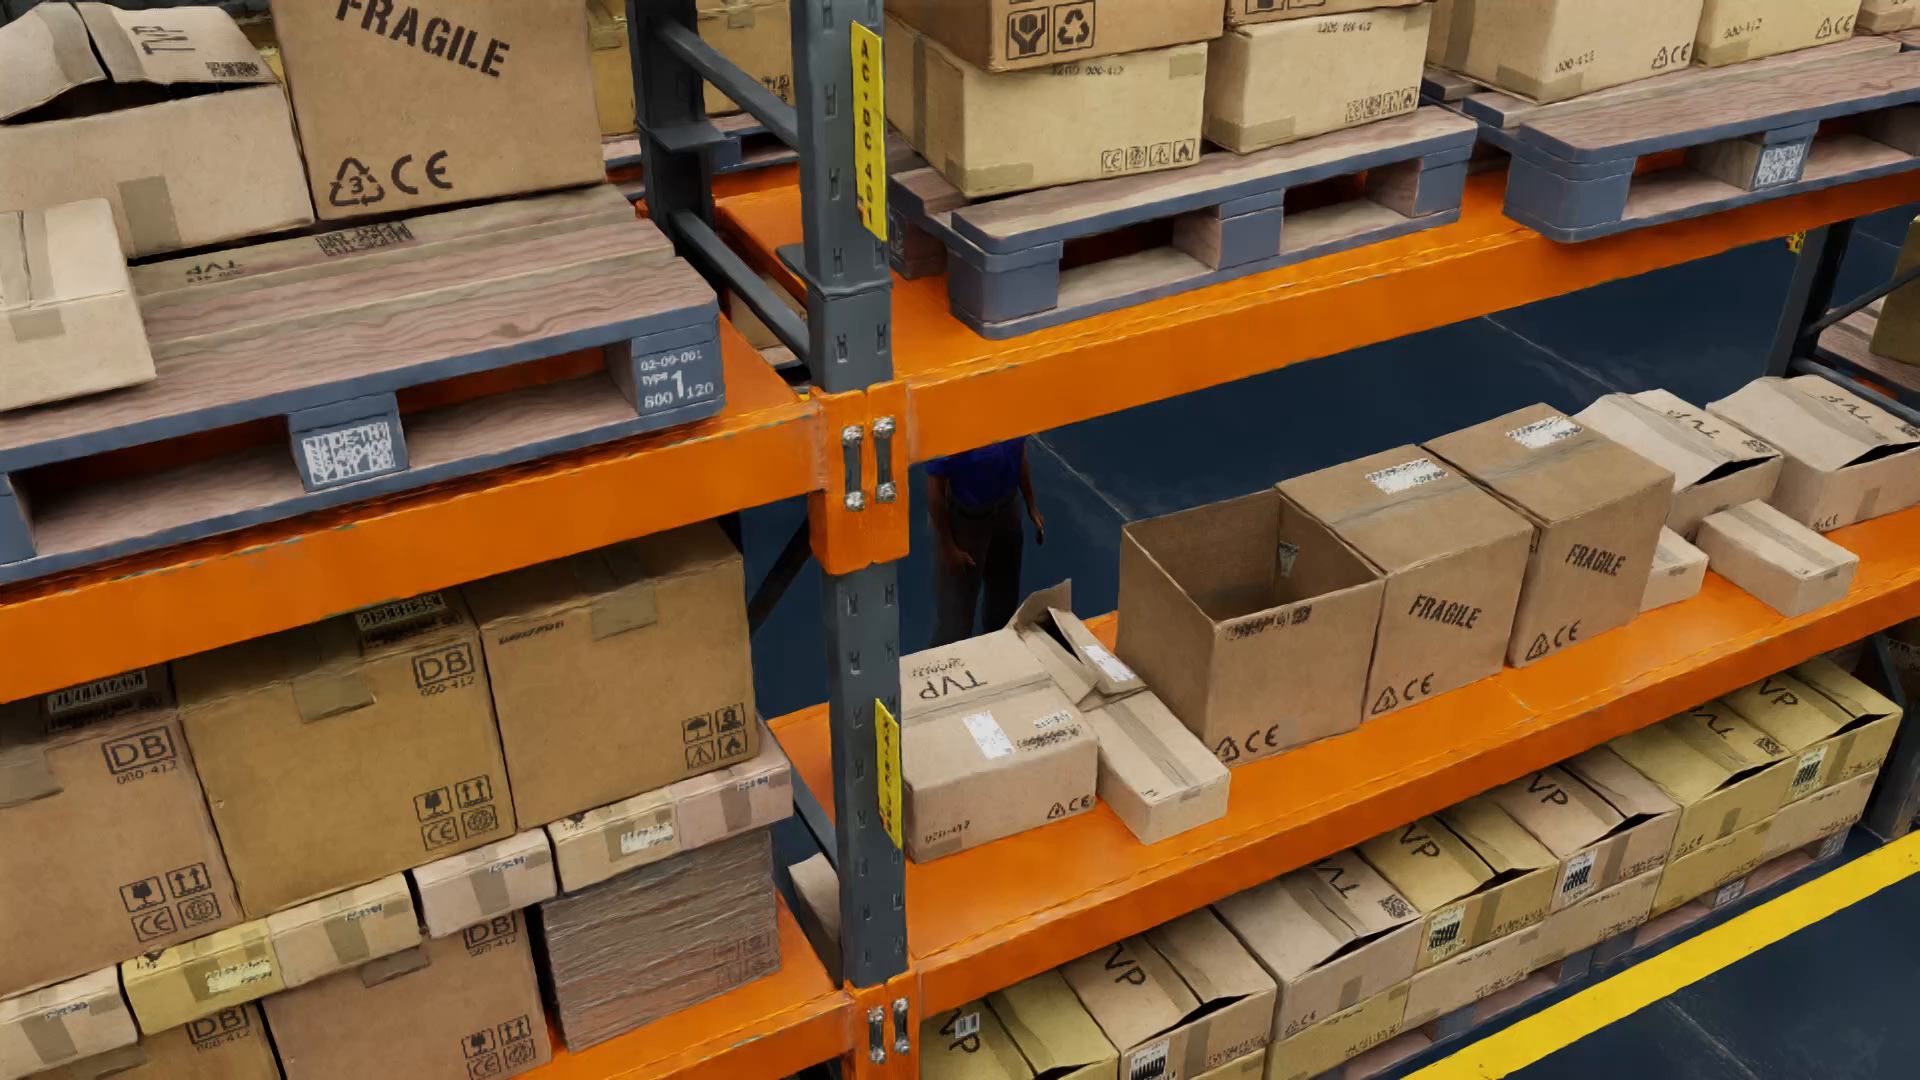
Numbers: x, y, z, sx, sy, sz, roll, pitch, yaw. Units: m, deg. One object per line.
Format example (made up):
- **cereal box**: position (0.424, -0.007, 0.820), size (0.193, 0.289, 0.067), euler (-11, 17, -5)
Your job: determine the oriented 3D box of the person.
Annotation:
- **person**: position (0.084, -0.036, 6.198), size (0.372, 1.698, 0.497), euler (27, 42, 35)
